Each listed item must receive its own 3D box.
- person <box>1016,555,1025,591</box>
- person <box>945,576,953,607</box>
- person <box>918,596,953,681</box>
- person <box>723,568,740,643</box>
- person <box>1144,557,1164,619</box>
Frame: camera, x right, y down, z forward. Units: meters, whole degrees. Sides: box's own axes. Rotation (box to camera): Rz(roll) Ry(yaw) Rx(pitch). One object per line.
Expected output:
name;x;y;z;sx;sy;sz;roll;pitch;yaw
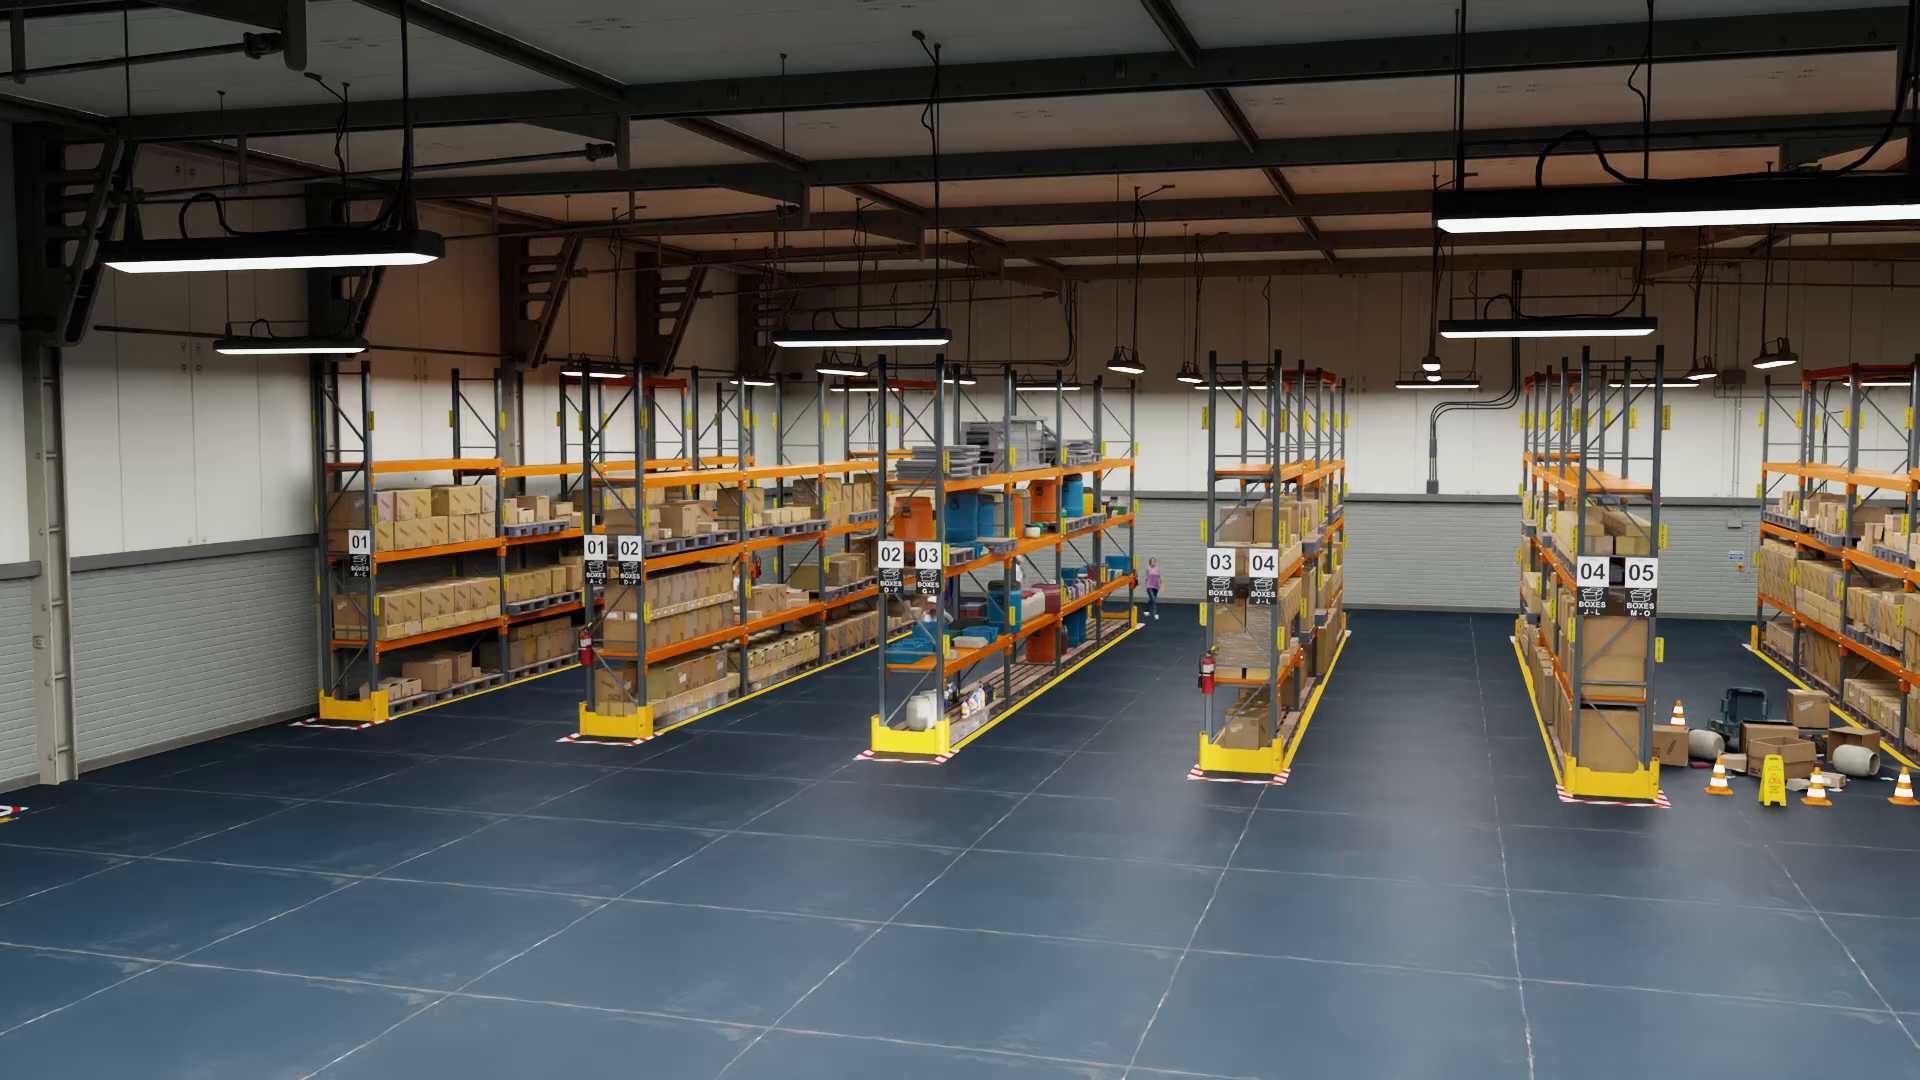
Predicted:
person;1.339;1.191;41.666;0.684;1.655;0.569;1;4;18
person;-0.257;0.963;45.171;0.500;1.607;0.996;-1;4;-16
person;-0.443;1.890;31.779;0.661;1.687;0.730;2;5;26
person;-5.256;1.444;37.760;0.578;1.714;1.093;1;4;13
person;4.909;1.205;42.054;0.407;1.536;0.979;-2;4;-21
